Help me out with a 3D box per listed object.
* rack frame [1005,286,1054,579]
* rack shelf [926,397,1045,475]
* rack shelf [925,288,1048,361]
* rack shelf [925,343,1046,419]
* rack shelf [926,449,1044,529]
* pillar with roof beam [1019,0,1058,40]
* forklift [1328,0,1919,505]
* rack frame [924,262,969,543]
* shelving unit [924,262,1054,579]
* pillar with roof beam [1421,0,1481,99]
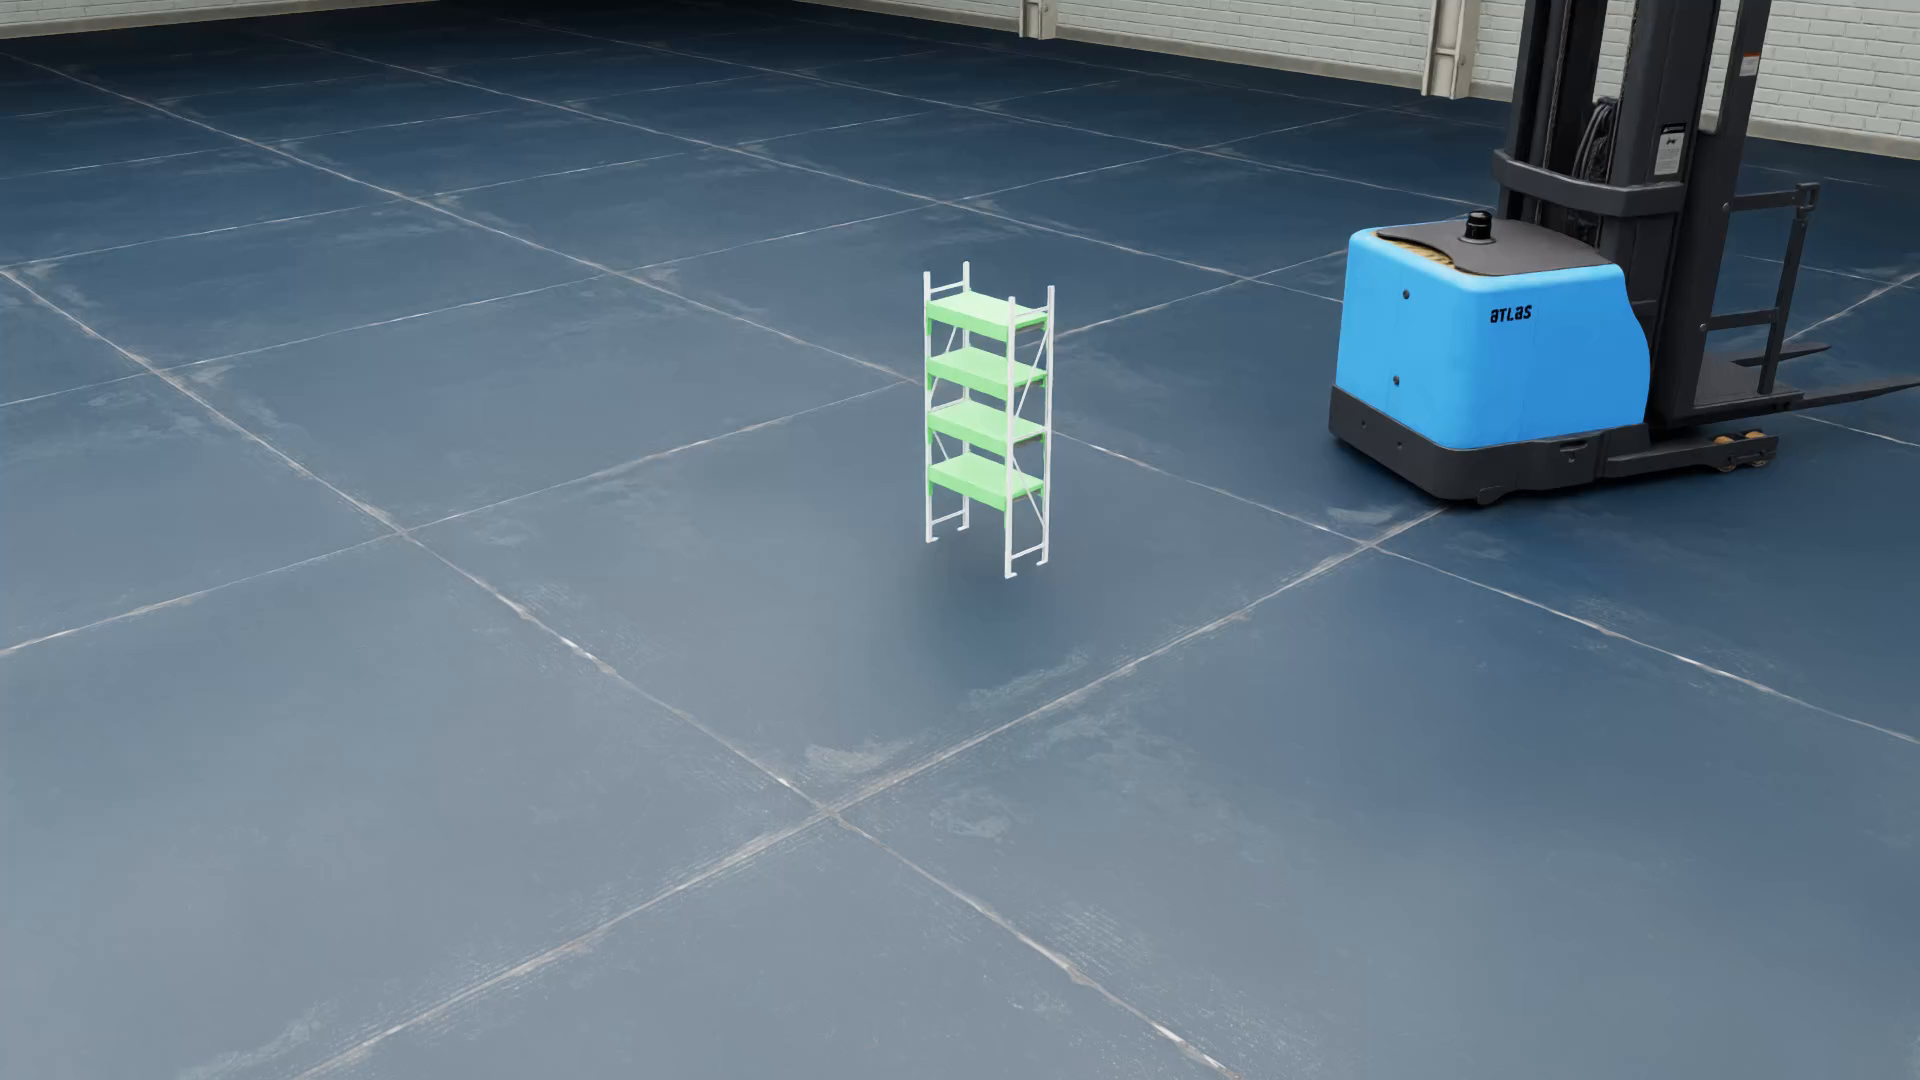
[{"bbox_3d":[0.280,-0.422,6.729,0.240,1.200,0.015,-21,32,-38],"label":"rack frame"},{"bbox_3d":[0.113,-0.438,6.918,0.258,0.148,0.480,-21,32,-38],"label":"rack shelf"},{"bbox_3d":[0.113,-0.874,6.718,0.258,0.148,0.480,-21,32,-38],"label":"rack shelf"},{"bbox_3d":[0.113,-0.656,6.818,0.258,0.148,0.480,-21,32,-38],"label":"rack shelf"},{"bbox_3d":[0.113,-0.219,7.017,0.258,0.148,0.480,-21,32,-38],"label":"rack shelf"},{"bbox_3d":[-2.132,-9.373,16.954,9.100,9.000,0.400,-21,32,-38],"label":"pillar with roof beam"},{"bbox_3d":[3.405,-1.856,7.788,3.031,2.935,1.130,-9,26,-18],"label":"forklift"},{"bbox_3d":[-0.054,-0.570,7.053,0.240,1.200,0.015,-21,32,-38],"label":"rack frame"},{"bbox_3d":[0.113,-0.496,6.891,0.258,1.200,0.503,-21,32,-38],"label":"shelving unit"},{"bbox_3d":[1.969,-7.555,12.970,9.100,9.000,0.400,-21,32,-38],"label":"pillar with roof beam"}]
